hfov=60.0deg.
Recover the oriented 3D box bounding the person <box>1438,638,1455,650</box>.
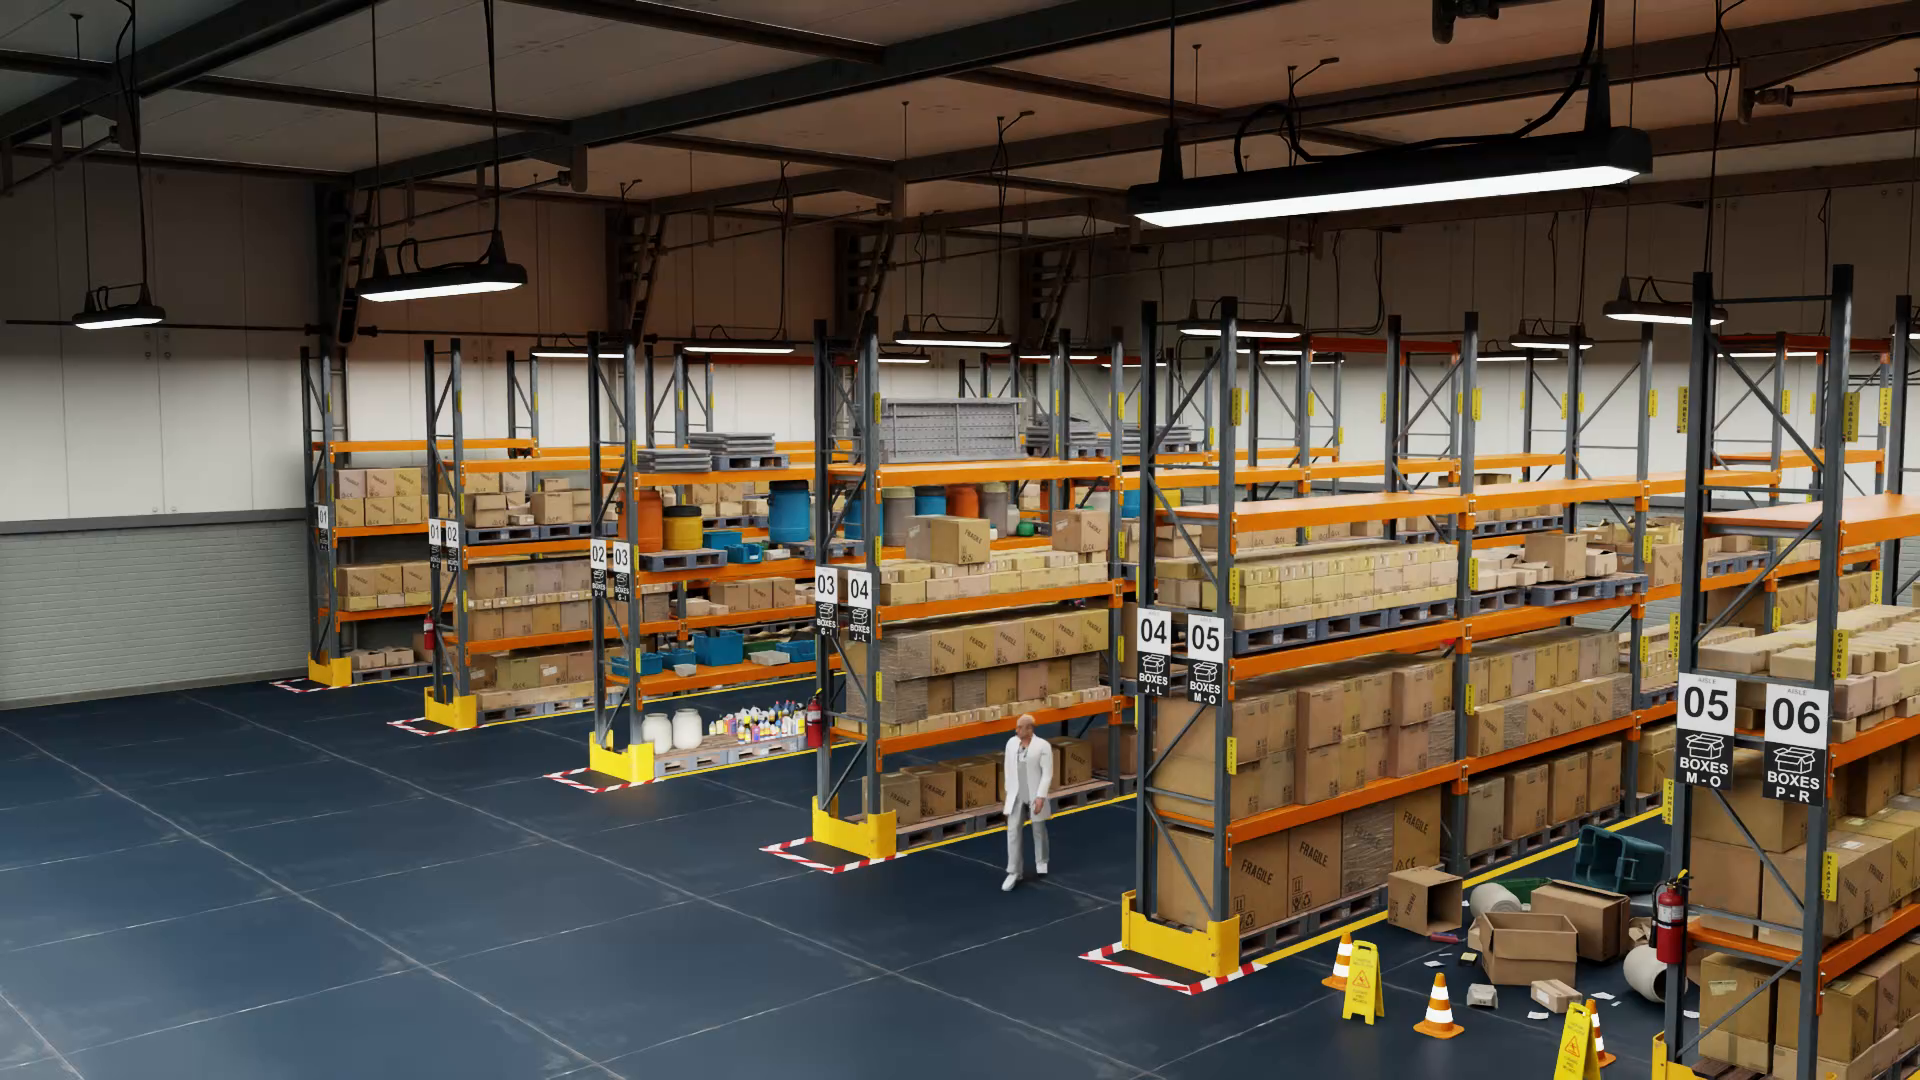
[{"bbox_3d":[7.211,2.200,24.224,0.629,1.687,0.697,-3,6,-33],"label":"person"}]

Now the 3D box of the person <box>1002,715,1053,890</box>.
[{"bbox_3d":[0.699,2.728,17.607,0.604,1.764,0.949,2,5,22],"label":"person"}]
